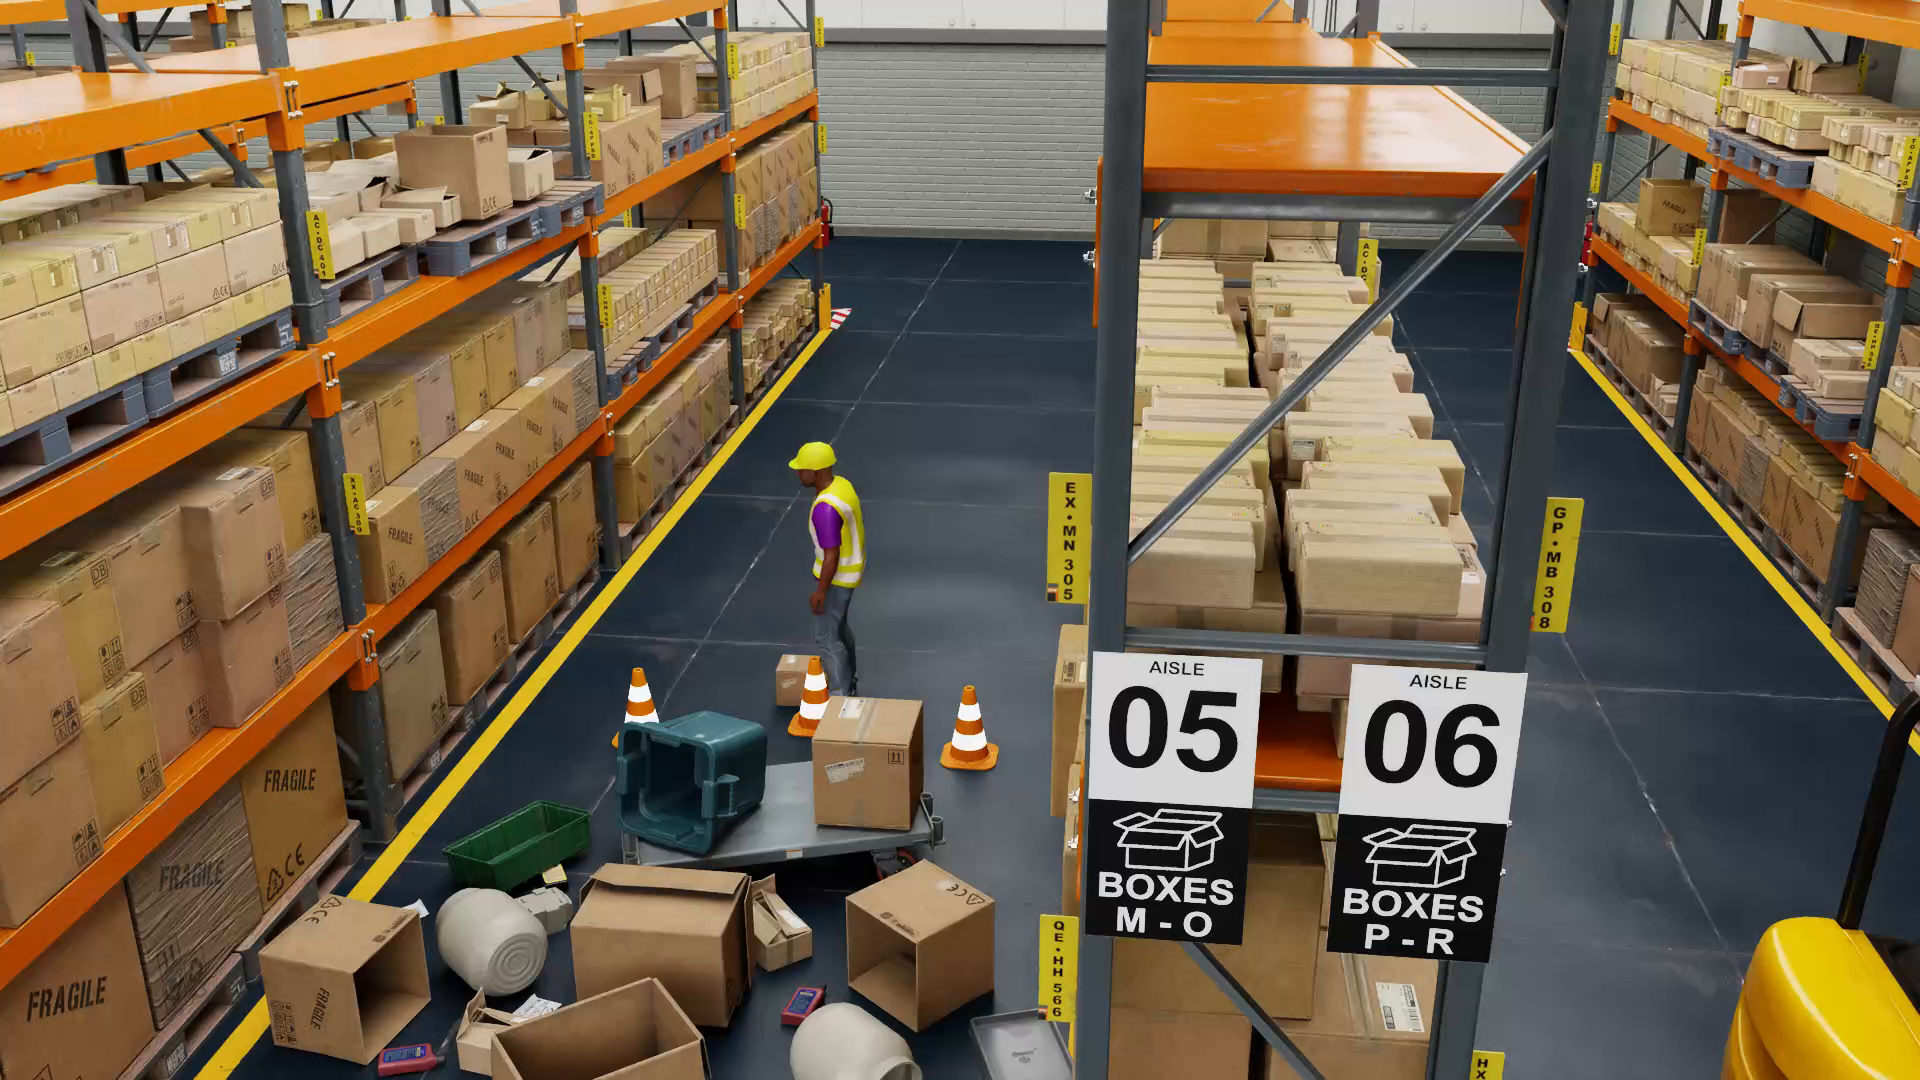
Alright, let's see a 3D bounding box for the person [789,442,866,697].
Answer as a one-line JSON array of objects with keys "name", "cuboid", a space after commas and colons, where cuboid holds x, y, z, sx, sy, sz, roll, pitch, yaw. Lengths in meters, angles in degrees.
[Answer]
[{"name": "person", "cuboid": [-0.822, 0.219, 10.492, 0.455, 1.757, 0.637, 2, 21, 4]}]
